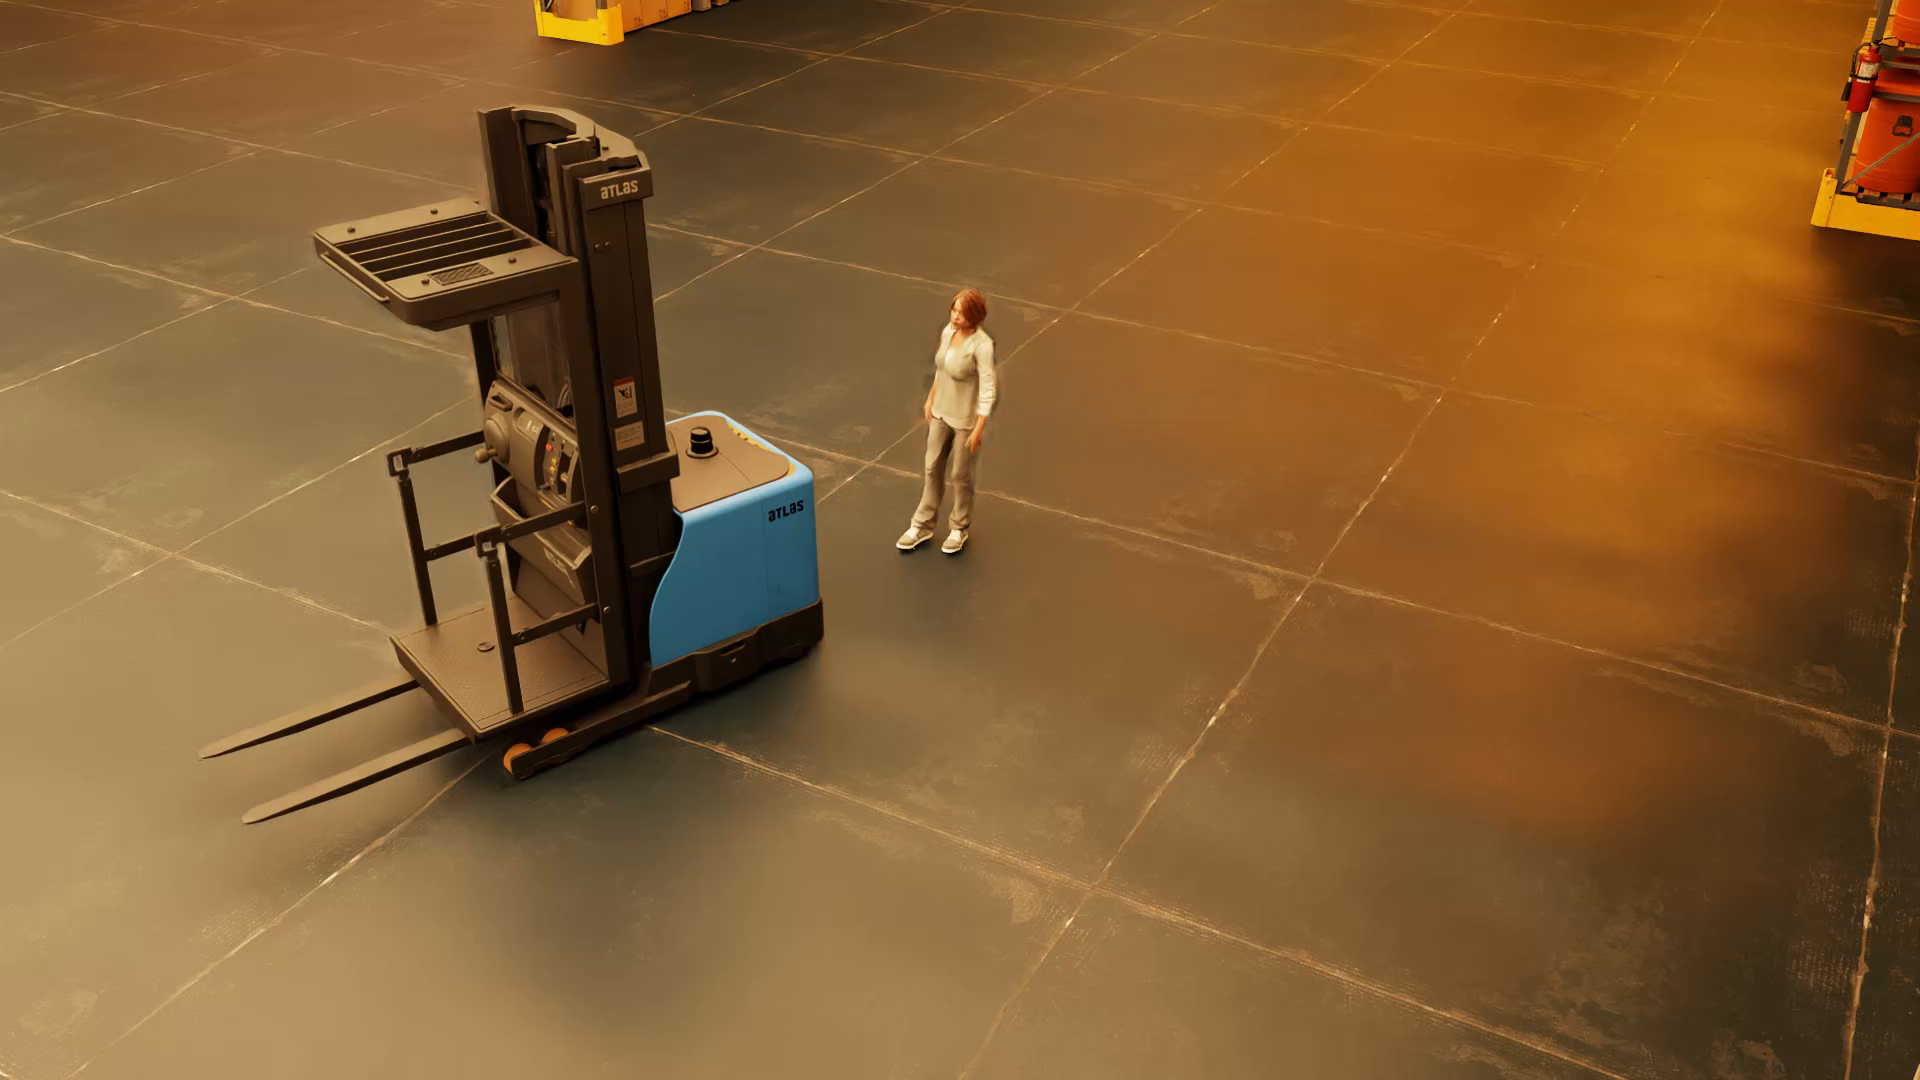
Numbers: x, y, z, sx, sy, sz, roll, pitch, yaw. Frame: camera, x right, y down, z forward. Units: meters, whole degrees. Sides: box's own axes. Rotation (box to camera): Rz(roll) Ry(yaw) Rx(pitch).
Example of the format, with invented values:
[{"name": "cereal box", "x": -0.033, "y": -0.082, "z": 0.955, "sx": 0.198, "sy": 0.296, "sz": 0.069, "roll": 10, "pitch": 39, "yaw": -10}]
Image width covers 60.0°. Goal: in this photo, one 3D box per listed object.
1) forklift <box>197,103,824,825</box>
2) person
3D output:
[{"name": "forklift", "x": -2.201, "y": -0.420, "z": 7.798, "sx": 3.031, "sy": 2.935, "sz": 1.130, "roll": -22, "pitch": 36, "yaw": -33}, {"name": "person", "x": -0.083, "y": -0.660, "z": 9.541, "sx": 0.533, "sy": 1.598, "sz": 0.497, "roll": -22, "pitch": 36, "yaw": -33}]
